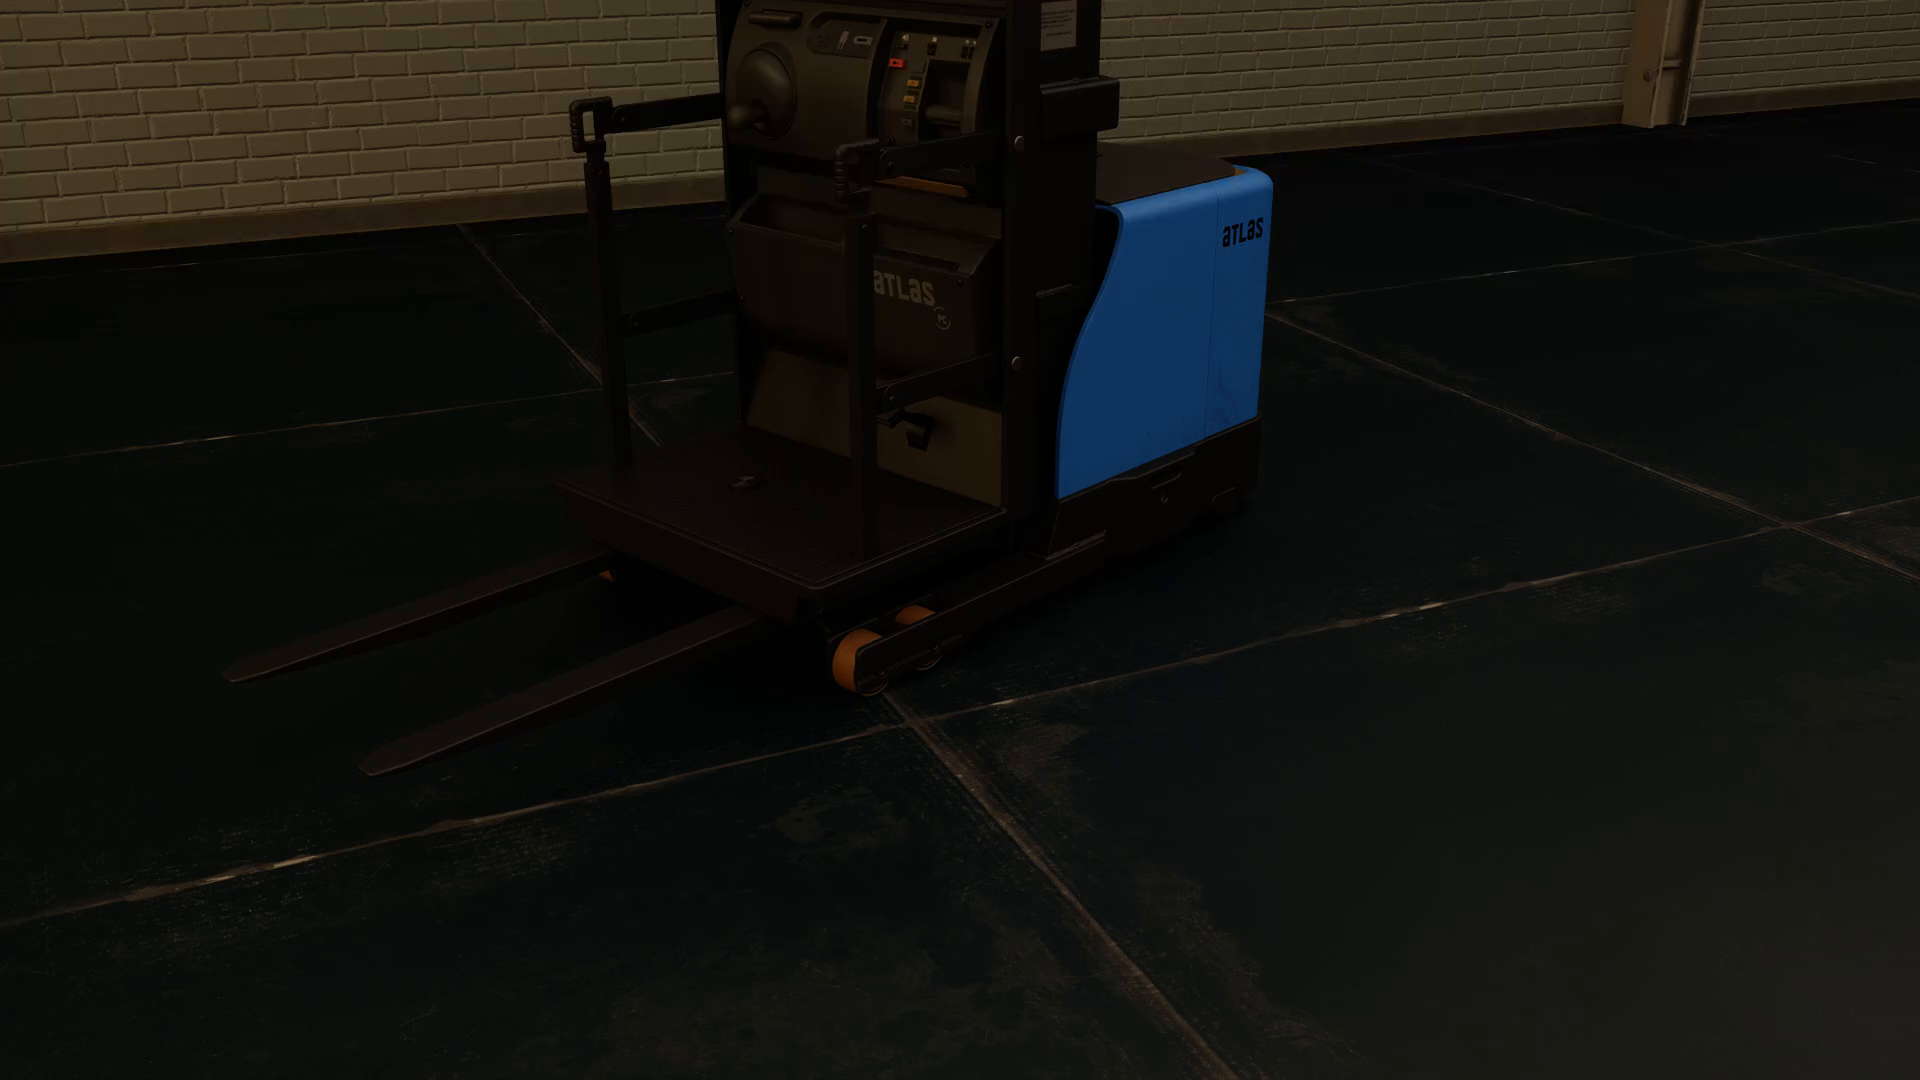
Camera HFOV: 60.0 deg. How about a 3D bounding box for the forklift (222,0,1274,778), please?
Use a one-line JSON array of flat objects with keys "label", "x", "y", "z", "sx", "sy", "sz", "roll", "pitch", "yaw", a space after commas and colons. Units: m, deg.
[{"label": "forklift", "x": -0.413, "y": -1.182, "z": 4.131, "sx": 1.130, "sy": 2.935, "sz": 3.031, "roll": 19, "pitch": 29, "yaw": 39}]
